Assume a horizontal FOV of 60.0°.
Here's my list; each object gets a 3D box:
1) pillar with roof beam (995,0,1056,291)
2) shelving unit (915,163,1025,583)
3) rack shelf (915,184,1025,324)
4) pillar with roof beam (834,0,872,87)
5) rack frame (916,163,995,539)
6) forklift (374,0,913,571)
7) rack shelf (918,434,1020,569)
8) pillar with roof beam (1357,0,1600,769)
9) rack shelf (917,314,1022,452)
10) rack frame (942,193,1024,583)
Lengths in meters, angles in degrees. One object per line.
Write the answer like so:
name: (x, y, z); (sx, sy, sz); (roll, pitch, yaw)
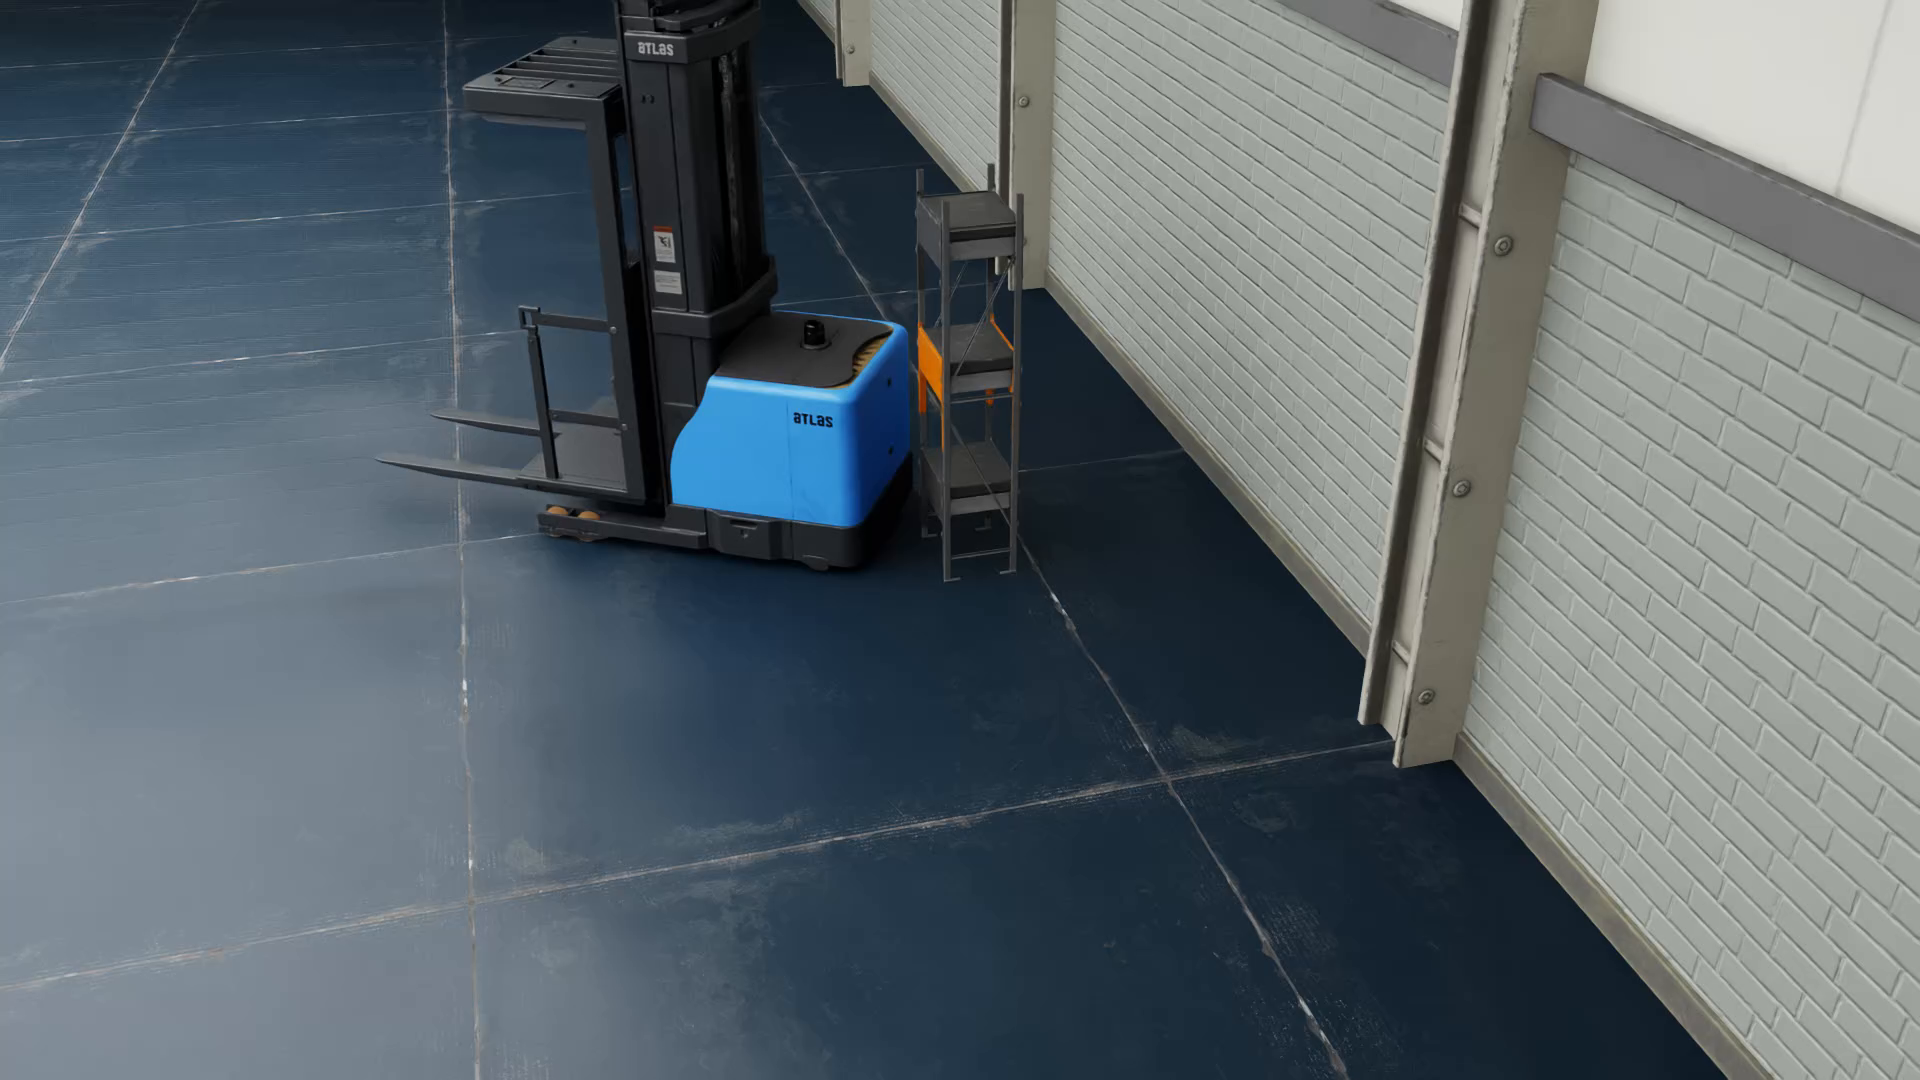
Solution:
pillar with roof beam: (-3.680, -5.308, 9.437); (9.100, 9.000, 0.400); (-8, 31, -13)
shelving unit: (0.044, -0.829, 8.586); (0.431, 2.100, 0.503); (-8, 31, -13)
rack shelf: (0.044, -1.423, 8.242); (0.431, 0.518, 0.480); (-8, 31, -13)
pillar with roof beam: (-5.272, -8.206, 14.444); (9.100, 9.000, 0.400); (-8, 31, -13)
rack frame: (-0.021, -0.947, 8.789); (0.400, 2.100, 0.015); (-8, 31, -13)
forklift: (-1.847, -1.504, 8.922); (3.031, 2.935, 1.130); (8, 31, 13)
rack shelf: (0.044, -0.211, 8.943); (0.431, 0.518, 0.480); (-8, 31, -13)
pillar with roof beam: (-2.087, -2.410, 4.430); (9.100, 9.000, 0.400); (-8, 31, -13)
rack shelf: (0.044, -0.817, 8.593); (0.431, 0.518, 0.480); (-8, 31, -13)
rack frame: (0.109, -0.711, 8.382); (0.400, 2.100, 0.015); (-8, 31, -13)
